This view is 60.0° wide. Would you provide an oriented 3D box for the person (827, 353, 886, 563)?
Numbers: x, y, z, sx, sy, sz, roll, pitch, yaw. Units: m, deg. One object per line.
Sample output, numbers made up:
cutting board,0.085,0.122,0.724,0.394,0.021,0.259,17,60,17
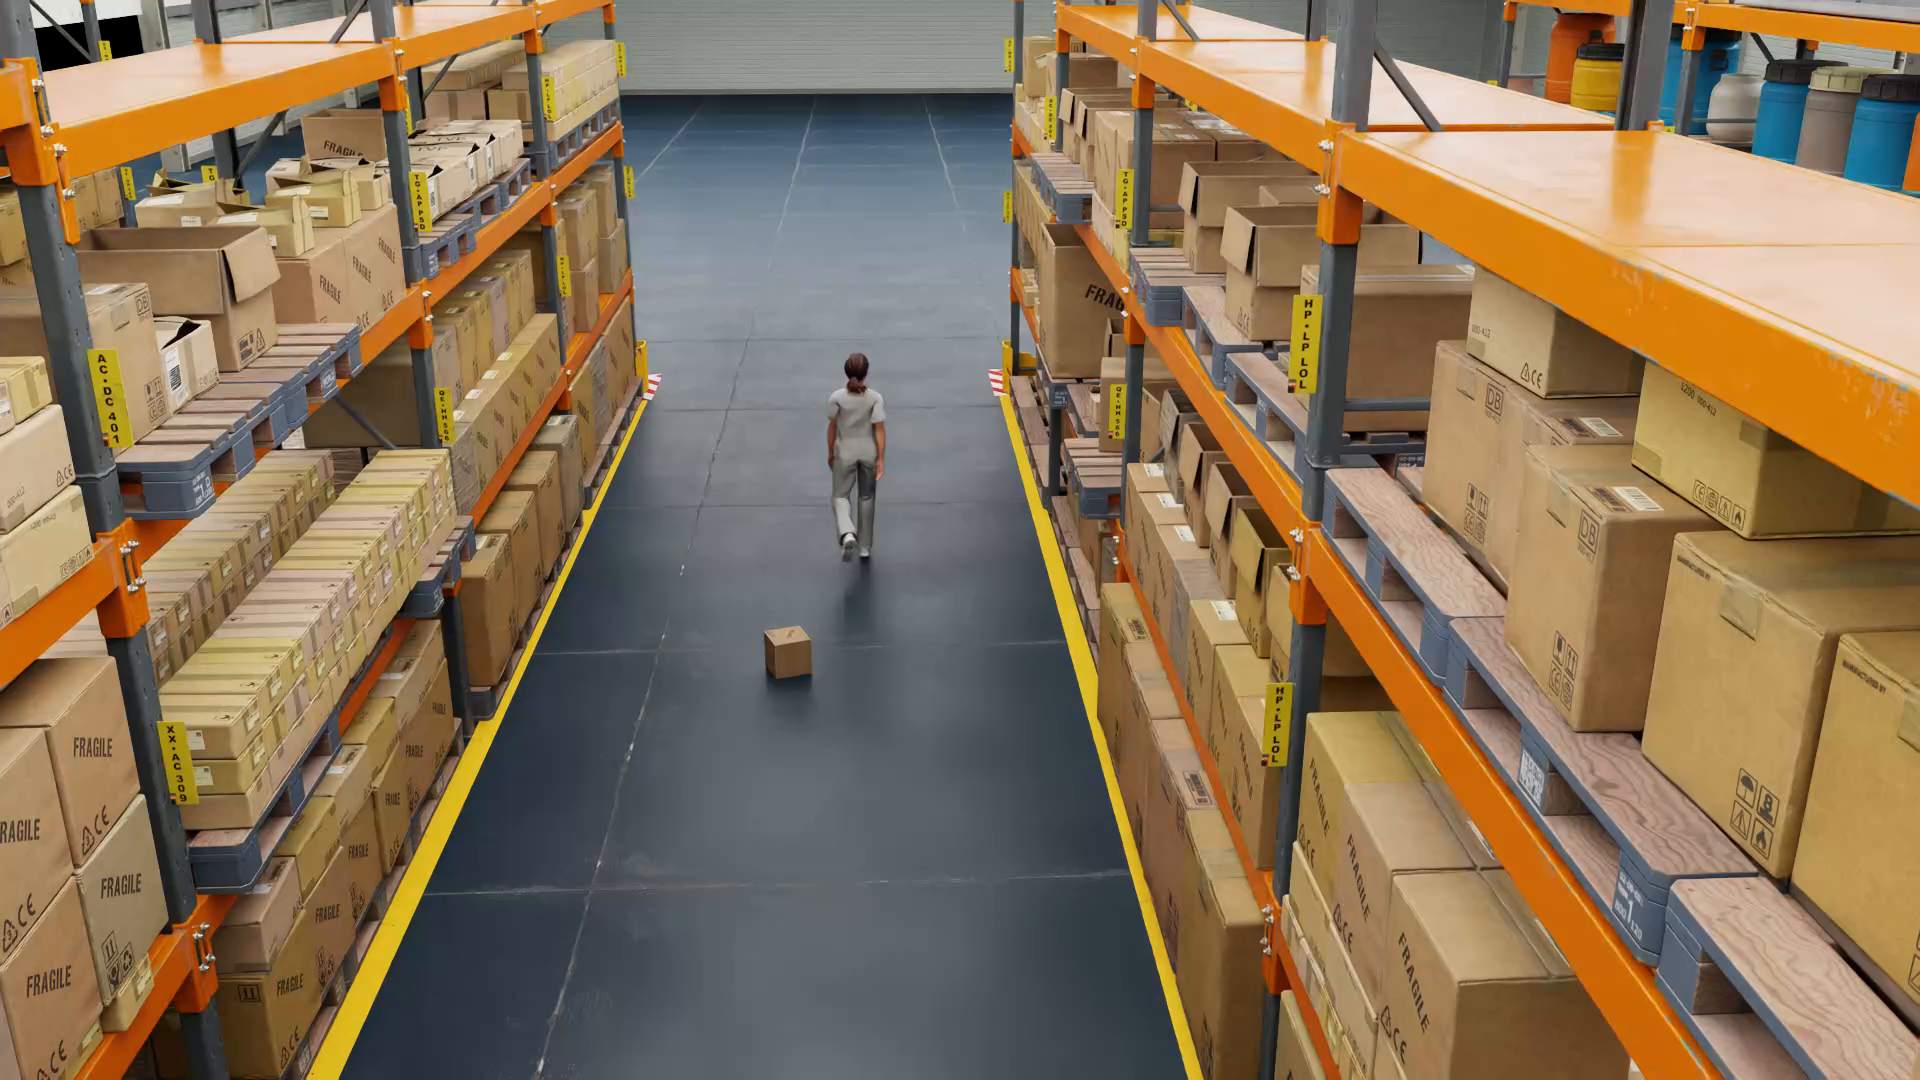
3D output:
person,-0.782,-0.613,12.672,0.447,1.644,0.742,-2,21,-6
